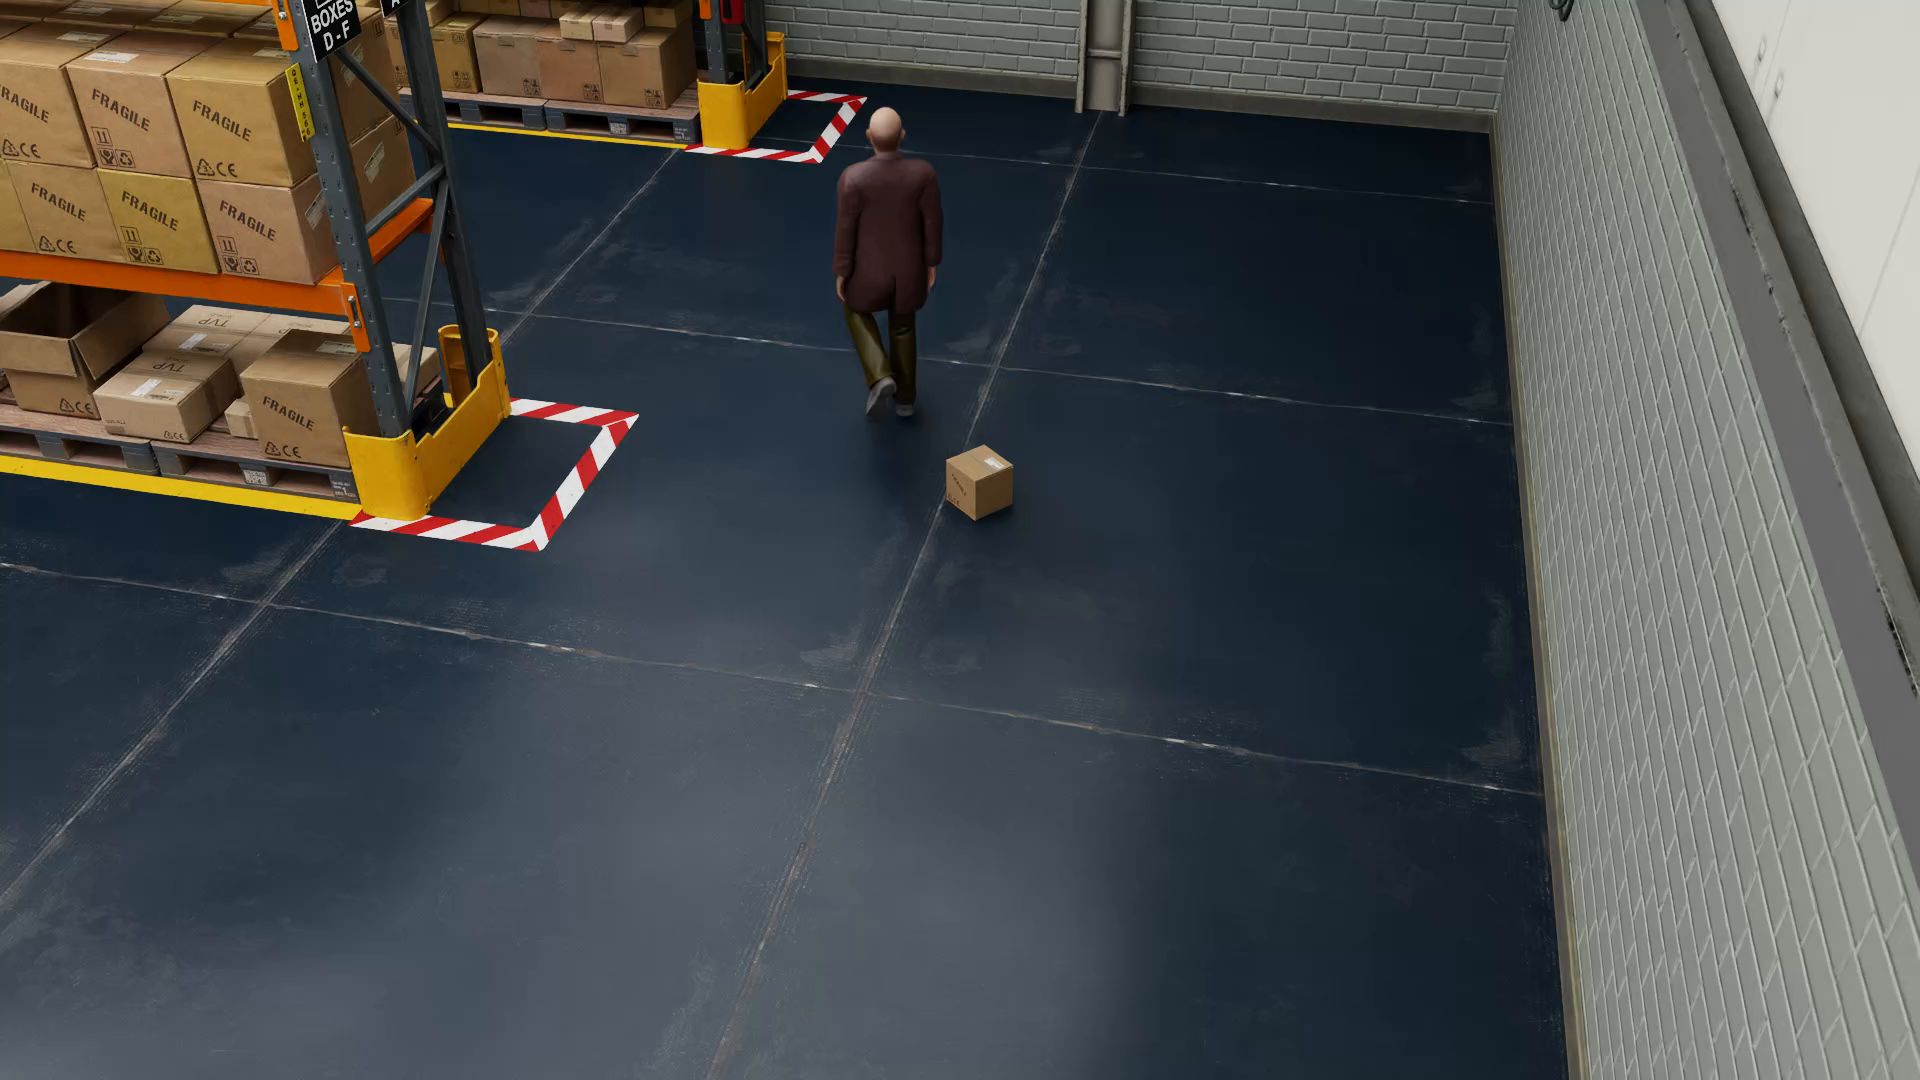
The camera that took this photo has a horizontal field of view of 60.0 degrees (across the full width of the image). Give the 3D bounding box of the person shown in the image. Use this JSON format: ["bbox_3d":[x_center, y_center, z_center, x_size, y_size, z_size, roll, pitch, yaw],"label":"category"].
[{"bbox_3d":[-0.394,-1.474,8.950,0.607,1.775,0.525,-8,37,-11],"label":"person"}]
